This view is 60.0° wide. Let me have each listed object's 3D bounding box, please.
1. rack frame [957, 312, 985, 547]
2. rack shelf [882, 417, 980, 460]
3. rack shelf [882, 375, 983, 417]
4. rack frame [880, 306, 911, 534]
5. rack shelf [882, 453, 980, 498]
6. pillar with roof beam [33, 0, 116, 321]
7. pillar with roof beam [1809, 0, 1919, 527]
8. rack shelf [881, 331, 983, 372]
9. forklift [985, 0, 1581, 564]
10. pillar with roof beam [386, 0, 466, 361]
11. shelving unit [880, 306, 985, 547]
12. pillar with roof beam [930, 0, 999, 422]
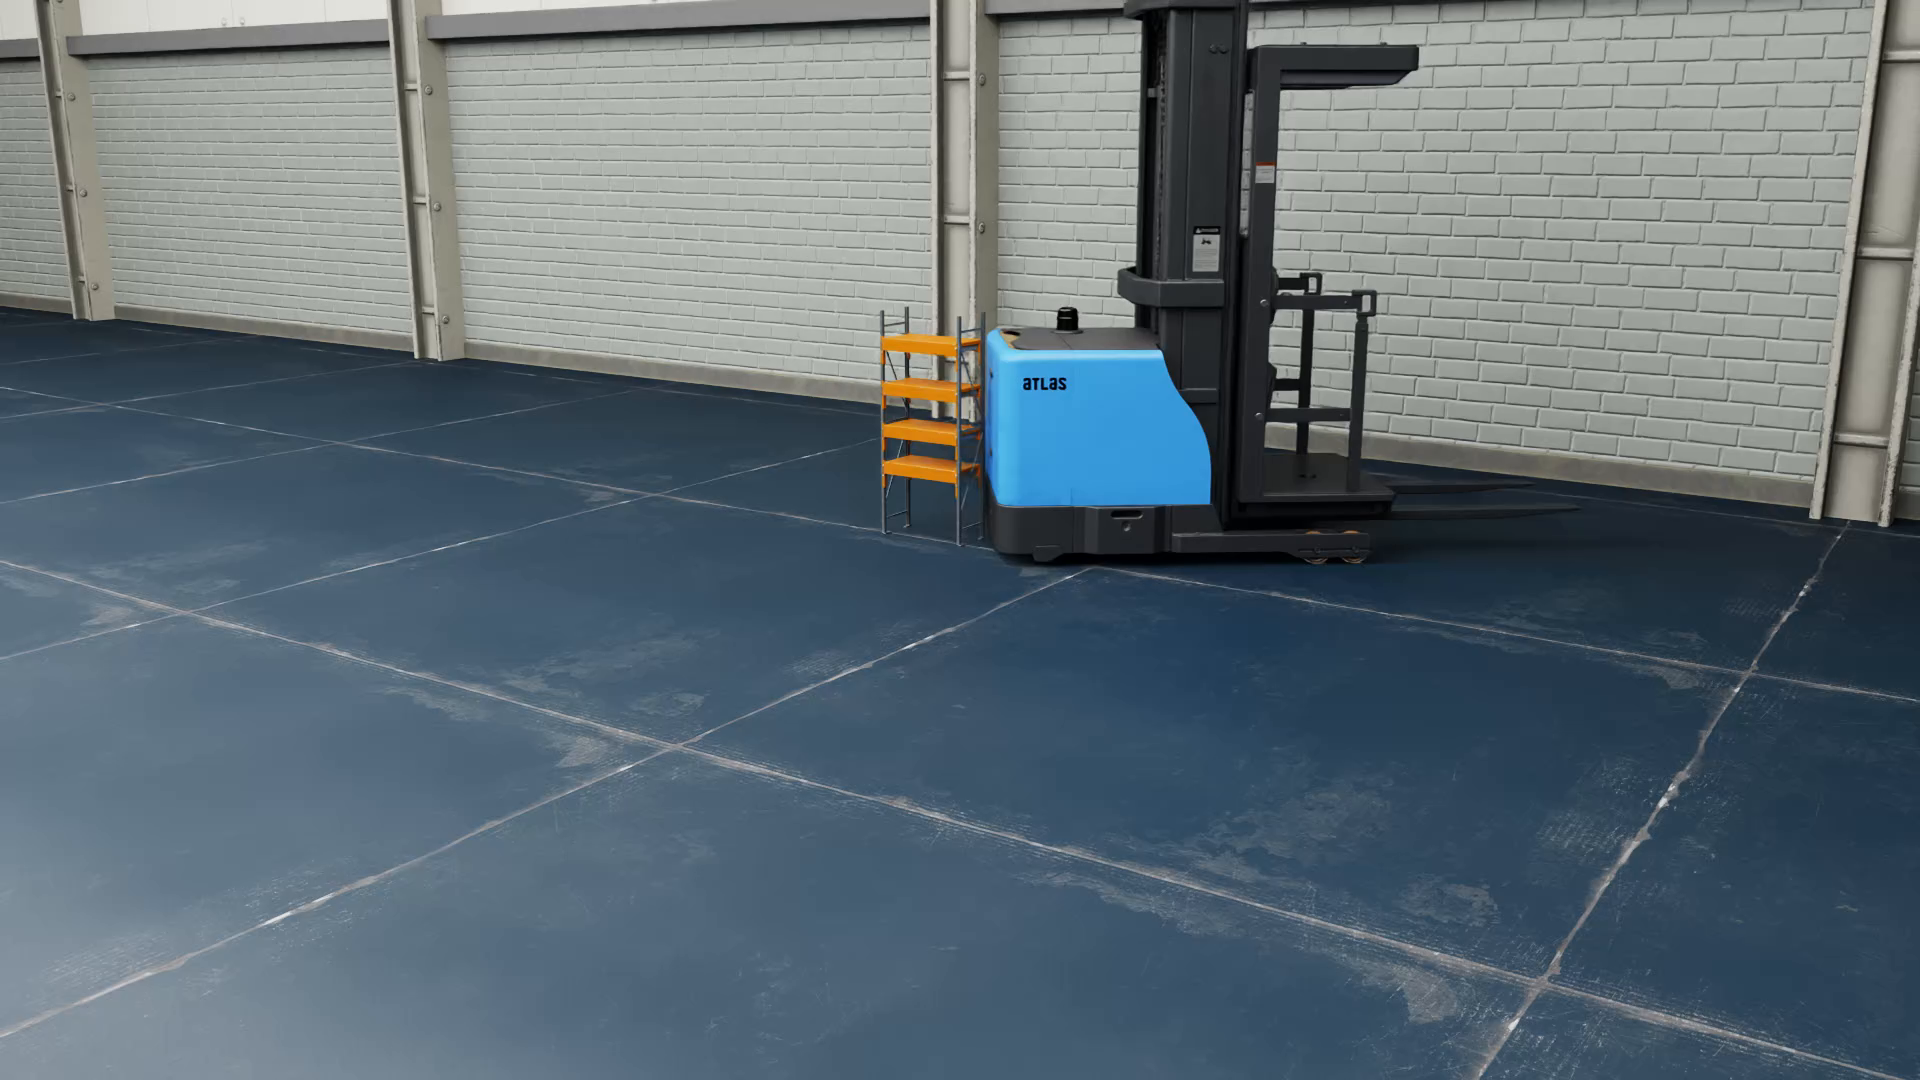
[{"bbox_3d":[0.057,-0.571,8.635,0.015,1.200,0.240,9,17,33],"label":"rack frame"},{"bbox_3d":[-0.144,-0.539,8.784,0.480,0.148,0.258,9,17,33],"label":"rack shelf"},{"bbox_3d":[-0.144,-0.756,8.731,0.480,0.148,0.258,9,17,33],"label":"rack shelf"},{"bbox_3d":[-0.345,-0.638,8.902,0.015,1.200,0.240,9,17,33],"label":"rack frame"},{"bbox_3d":[-0.144,-0.346,8.832,0.480,0.148,0.258,9,17,33],"label":"rack shelf"},{"bbox_3d":[-12.326,-6.052,14.543,0.400,9.000,9.100,9,17,33],"label":"pillar with roof beam"},{"bbox_3d":[2.609,-3.638,4.792,0.400,9.000,9.100,9,17,33],"label":"pillar with roof beam"},{"bbox_3d":[-0.144,-0.986,8.674,0.480,0.148,0.258,9,17,33],"label":"rack shelf"},{"bbox_3d":[1.664,-1.428,8.491,3.031,2.935,1.130,-1,14,-3],"label":"forklift"},{"bbox_3d":[-7.348,-5.247,11.293,0.400,9.000,9.100,9,17,33],"label":"pillar with roof beam"},{"bbox_3d":[-0.144,-0.604,8.768,0.503,1.200,0.258,9,17,33],"label":"shelving unit"},{"bbox_3d":[-2.369,-4.443,8.042,0.400,9.000,9.100,9,17,33],"label":"pillar with roof beam"}]
